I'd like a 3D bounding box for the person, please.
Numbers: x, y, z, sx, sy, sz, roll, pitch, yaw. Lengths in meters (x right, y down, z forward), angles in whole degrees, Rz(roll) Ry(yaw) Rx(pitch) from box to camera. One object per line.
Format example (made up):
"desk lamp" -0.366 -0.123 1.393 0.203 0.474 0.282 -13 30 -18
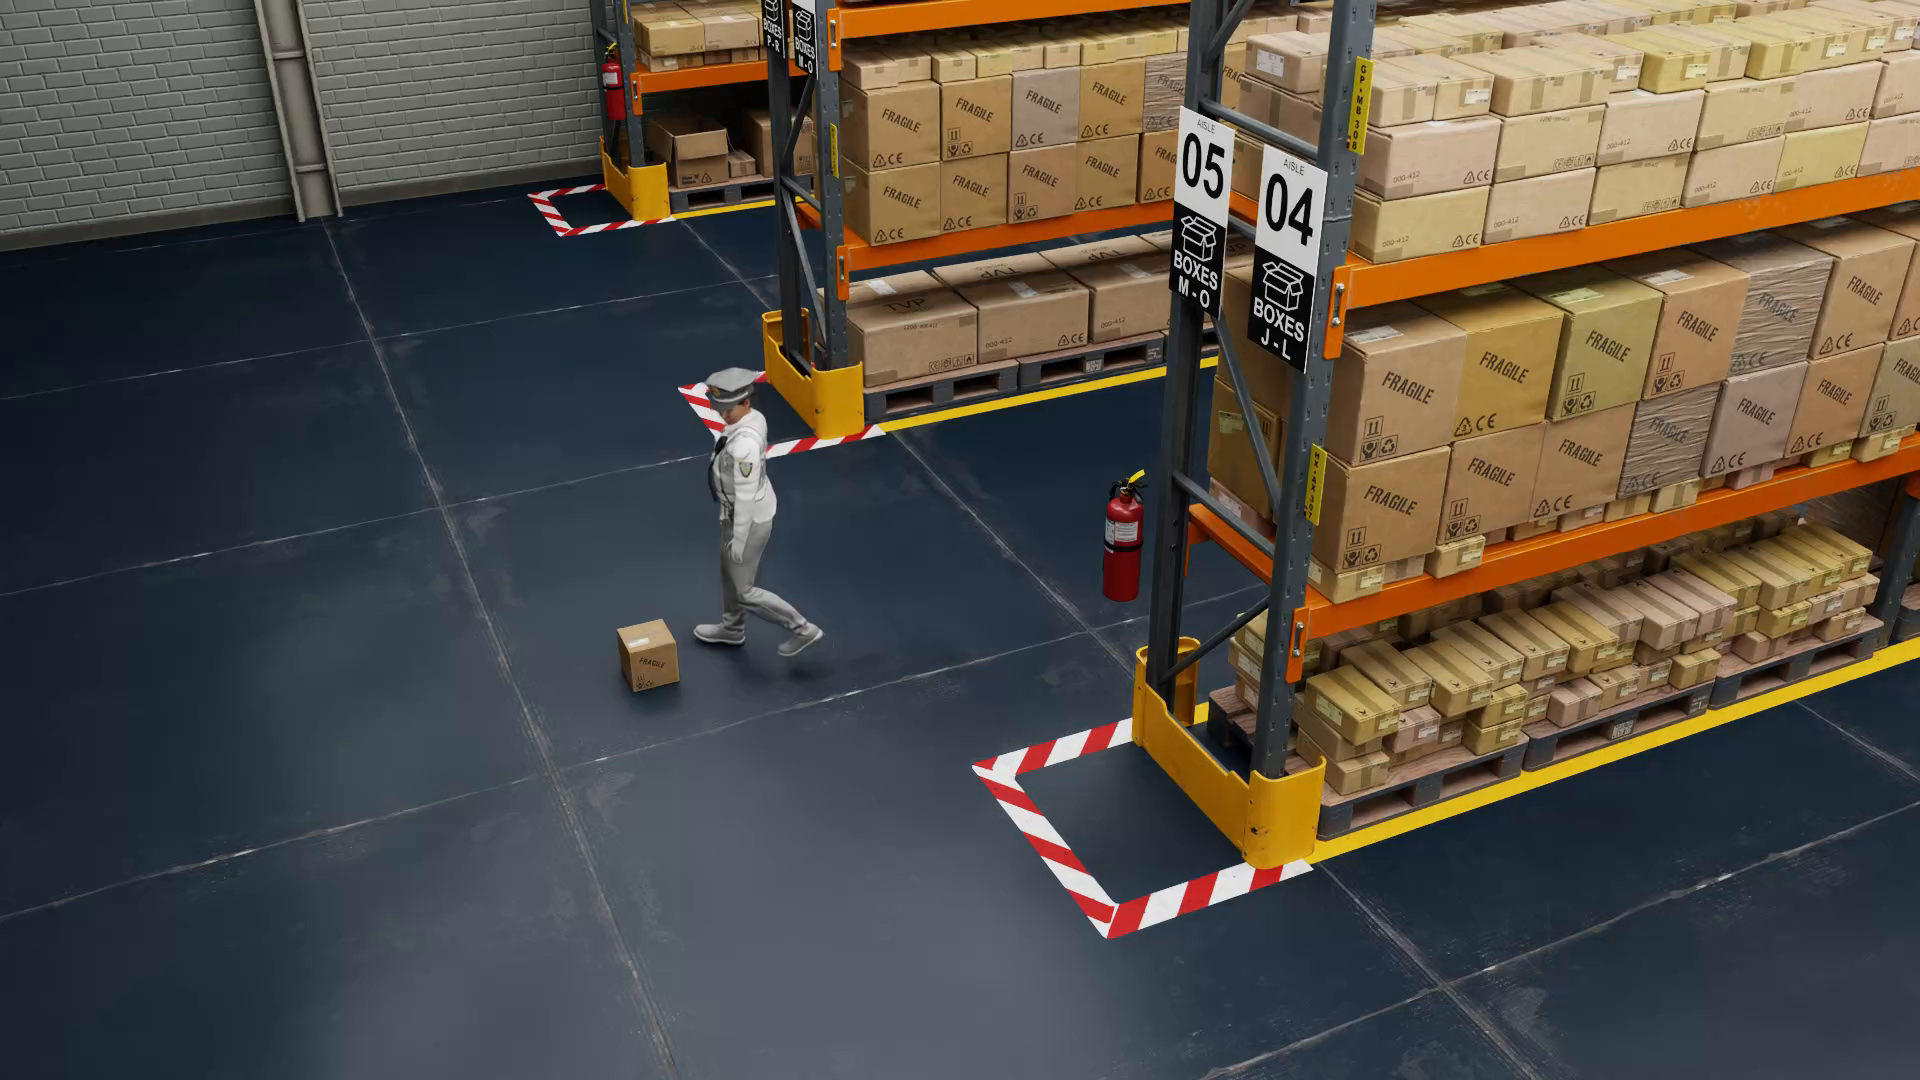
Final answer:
"person" -1.103 -0.110 8.613 0.711 1.643 0.522 0 30 -1
